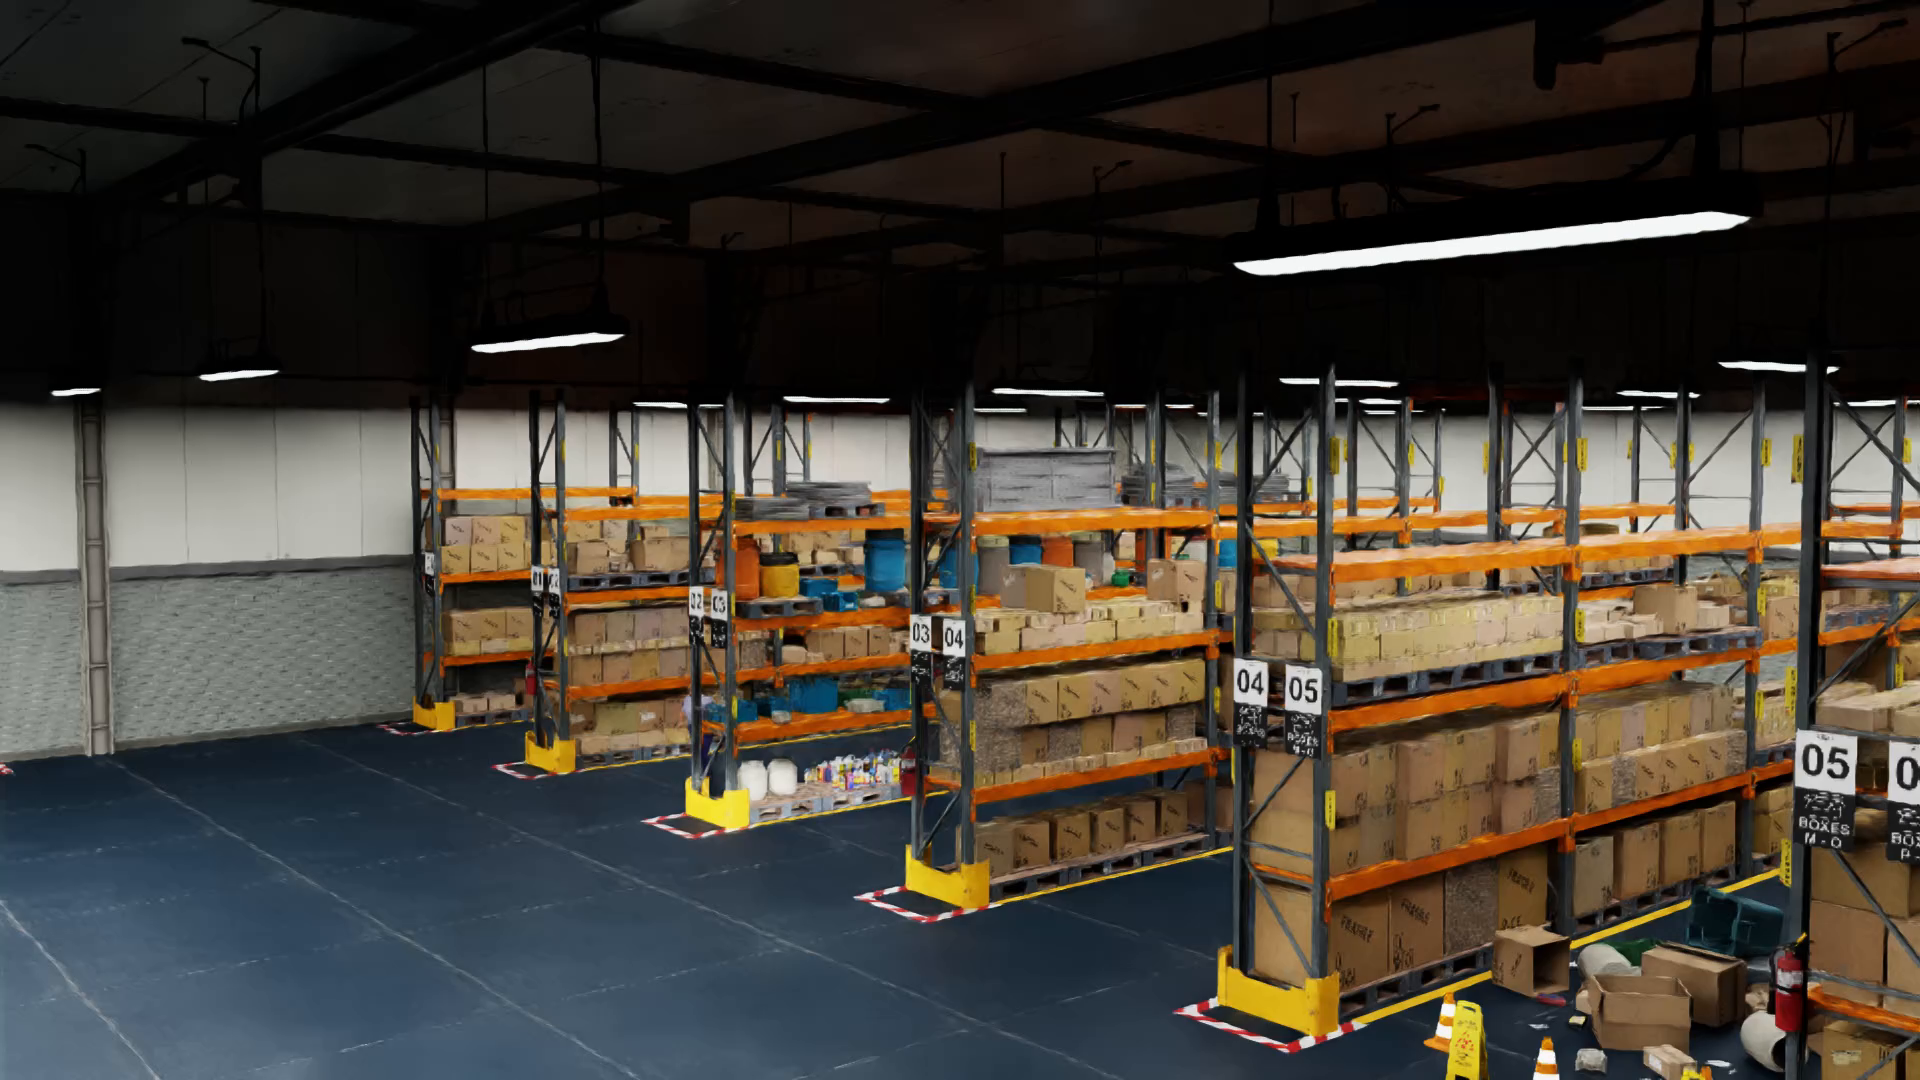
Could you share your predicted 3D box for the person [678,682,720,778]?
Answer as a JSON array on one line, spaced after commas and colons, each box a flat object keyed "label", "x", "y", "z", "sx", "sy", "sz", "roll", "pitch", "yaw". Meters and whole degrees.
[{"label": "person", "x": -3.895, "y": 2.883, "z": 25.165, "sx": 0.664, "sy": 1.583, "sz": 0.797, "roll": 2, "pitch": 4, "yaw": 31}]

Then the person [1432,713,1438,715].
[{"label": "person", "x": 6.106, "y": 2.984, "z": 21.555, "sx": 0.522, "sy": 1.787, "sz": 0.653, "roll": 2, "pitch": 4, "yaw": 25}]
